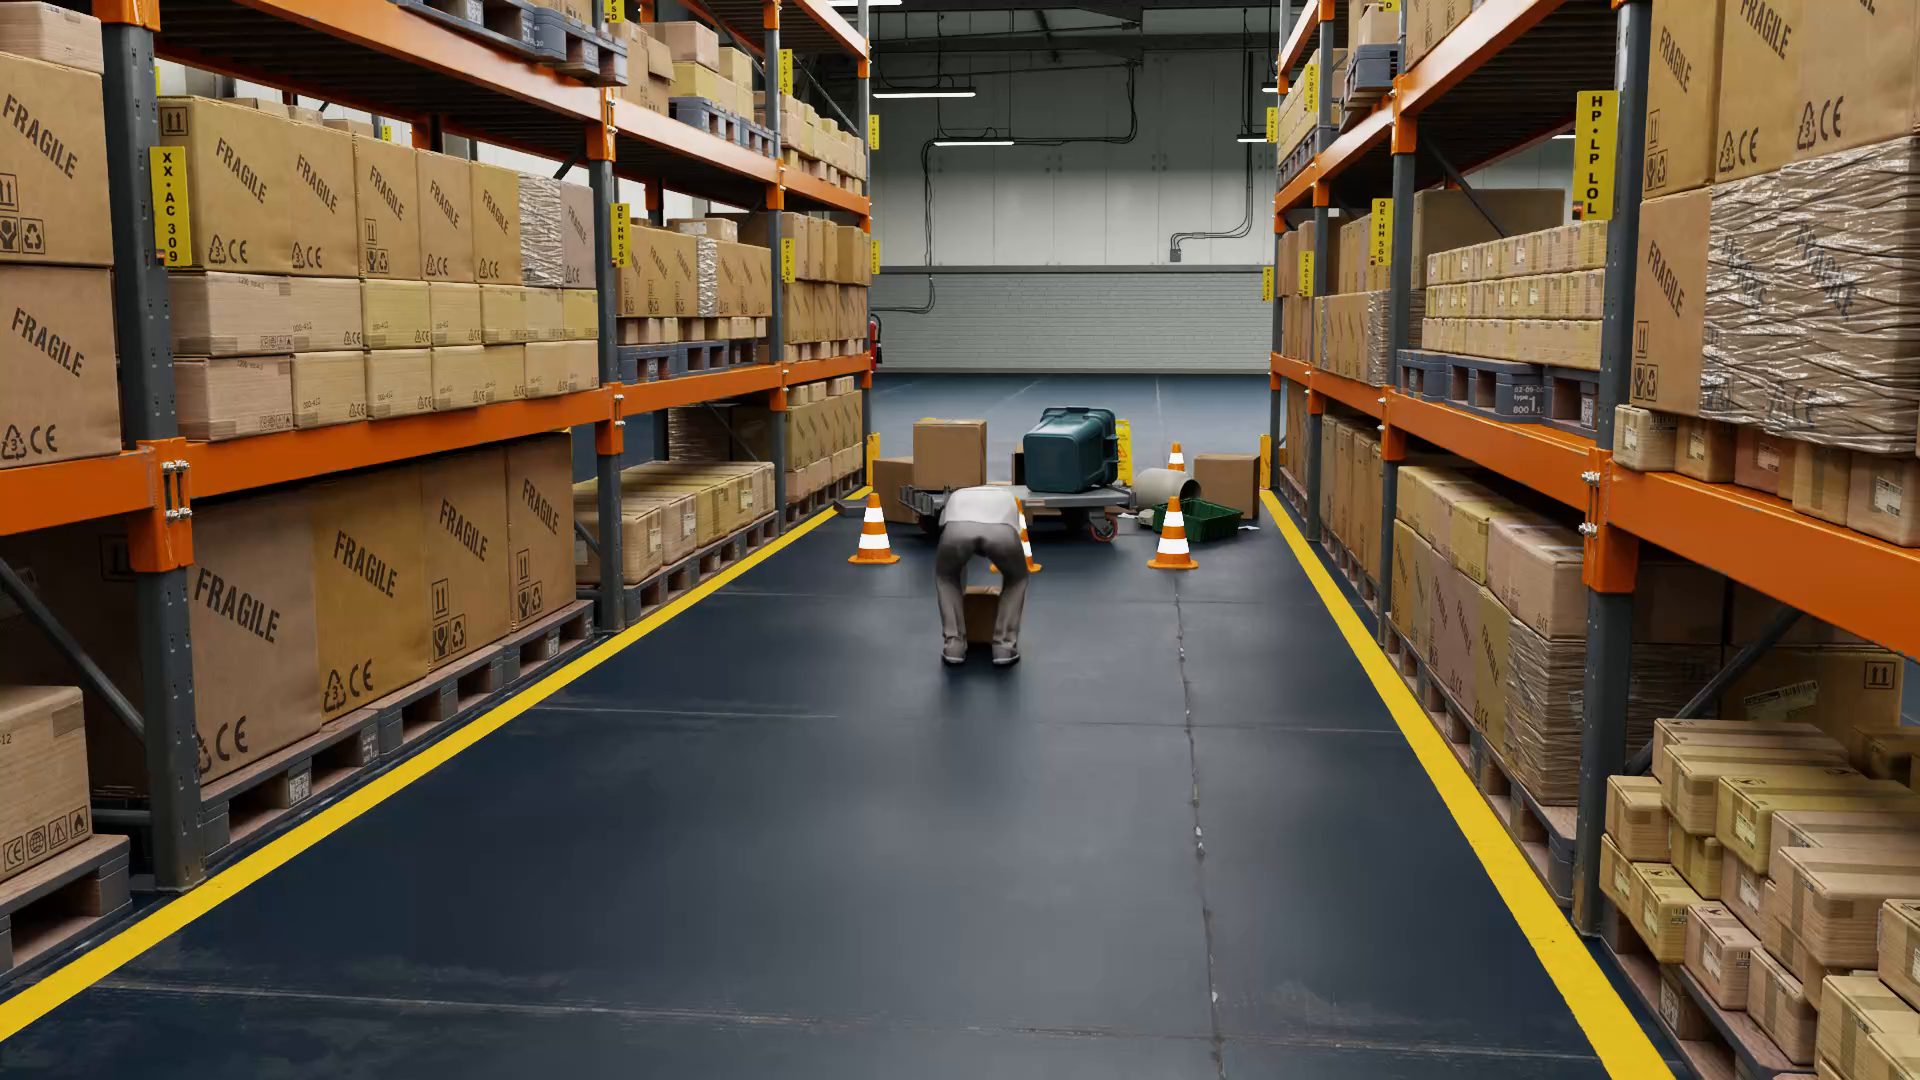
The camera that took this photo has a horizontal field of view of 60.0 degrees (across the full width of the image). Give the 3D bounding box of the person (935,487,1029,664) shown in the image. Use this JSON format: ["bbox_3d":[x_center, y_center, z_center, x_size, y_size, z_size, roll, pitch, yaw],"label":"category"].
[{"bbox_3d":[0.107,0.147,8.209,0.465,0.861,0.873,0,8,4],"label":"person"}]
